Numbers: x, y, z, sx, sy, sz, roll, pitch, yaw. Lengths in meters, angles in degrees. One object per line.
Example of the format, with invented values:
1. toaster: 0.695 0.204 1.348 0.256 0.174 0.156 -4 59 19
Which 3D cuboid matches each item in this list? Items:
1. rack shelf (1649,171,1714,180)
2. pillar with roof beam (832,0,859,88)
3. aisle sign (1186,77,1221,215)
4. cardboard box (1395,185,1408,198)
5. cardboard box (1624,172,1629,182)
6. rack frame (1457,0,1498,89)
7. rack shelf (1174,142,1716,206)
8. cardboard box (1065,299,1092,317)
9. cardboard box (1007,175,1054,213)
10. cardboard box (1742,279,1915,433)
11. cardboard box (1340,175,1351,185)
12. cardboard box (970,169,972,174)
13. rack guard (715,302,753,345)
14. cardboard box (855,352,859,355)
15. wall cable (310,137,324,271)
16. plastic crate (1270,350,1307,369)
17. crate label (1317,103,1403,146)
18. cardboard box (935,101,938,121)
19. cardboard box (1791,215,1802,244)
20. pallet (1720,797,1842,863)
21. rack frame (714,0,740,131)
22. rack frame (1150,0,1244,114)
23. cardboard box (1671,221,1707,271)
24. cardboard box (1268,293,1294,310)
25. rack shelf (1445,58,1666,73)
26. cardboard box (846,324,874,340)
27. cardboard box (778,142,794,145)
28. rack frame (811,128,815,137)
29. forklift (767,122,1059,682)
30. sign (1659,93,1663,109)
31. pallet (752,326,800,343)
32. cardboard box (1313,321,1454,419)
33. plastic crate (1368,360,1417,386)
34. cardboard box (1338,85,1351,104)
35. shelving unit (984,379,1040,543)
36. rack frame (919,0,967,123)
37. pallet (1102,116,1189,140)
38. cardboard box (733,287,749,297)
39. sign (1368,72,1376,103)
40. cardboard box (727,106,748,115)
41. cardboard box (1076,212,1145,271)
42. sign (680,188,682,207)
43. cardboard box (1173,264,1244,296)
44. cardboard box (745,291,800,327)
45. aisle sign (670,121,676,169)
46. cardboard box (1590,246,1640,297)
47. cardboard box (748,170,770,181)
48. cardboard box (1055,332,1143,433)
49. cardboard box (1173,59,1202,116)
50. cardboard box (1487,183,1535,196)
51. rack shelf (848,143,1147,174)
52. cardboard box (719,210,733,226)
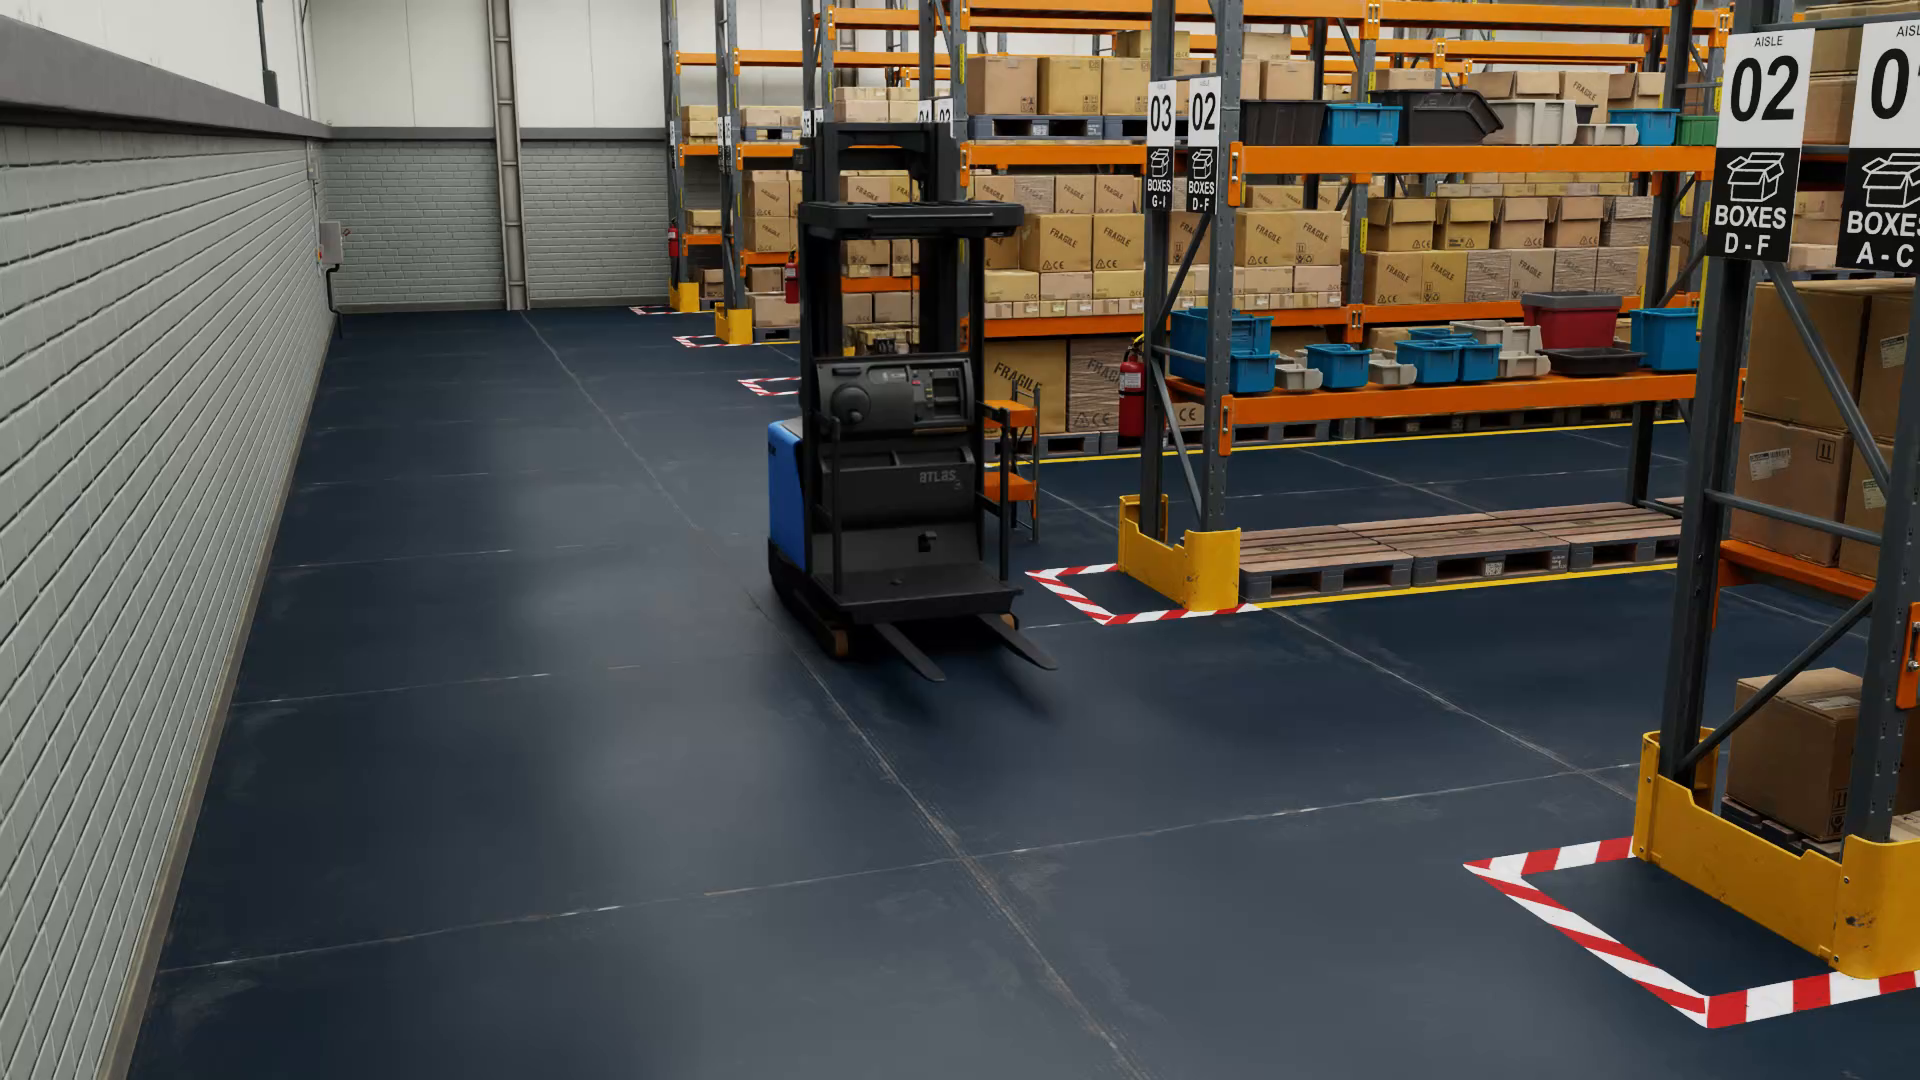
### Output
1. rack shelf: 9.322 -4.090 17.929 4.000 0.370 1.077 -4 14 -18
2. pillar with roof beam: -0.687 -7.921 25.995 0.400 9.000 9.100 -4 14 -18
3. aisle sign: 1.450 -2.351 9.926 0.004 0.787 0.394 -4 14 -18
4. cardboard box: 7.222 -5.578 27.346 0.500 0.500 0.500 -4 14 -18
5. cardboard box: 11.433 -6.191 28.670 0.500 0.500 0.700 -5 14 -19
6. rack frame: 10.261 -9.604 33.073 0.127 3.000 1.000 -4 14 -18
7. rack shelf: 3.319 -2.413 10.879 4.000 0.370 1.077 -4 14 -18
8. cardboard box: 1.018 -2.132 15.167 0.250 0.149 0.380 -5 14 -19
9. cardboard box: 0.812 -4.145 20.068 0.500 0.500 0.500 -4 14 -17
10. cardboard box: 3.334 -0.698 6.219 0.500 0.500 0.500 -5 14 -19
11. cardboard box: 6.501 -5.955 27.529 0.250 0.149 0.380 -4 14 -15
12. cardboard box: -0.001 -5.474 24.895 0.250 0.149 0.380 -4 14 -17
13. rack guard: -3.340 -3.198 24.509 0.348 0.500 1.175 -4 14 -18
14. cardboard box: -1.210 -2.240 20.331 0.250 0.149 0.380 -4 14 -17
15. wall cable: -9.117 -4.799 23.643 0.122 1.984 0.588 -4 14 -18
16. plastic crate: 2.139 -1.157 10.966 0.243 0.136 0.396 -4 14 -18
17. crate label: 2.401 -2.541 10.181 0.502 0.251 0.408 -4 14 -18
18. cardboard box: -0.166 -5.016 19.512 0.500 0.250 0.500 -4 14 -17
19. cardboard box: 11.611 -4.447 24.033 0.500 0.550 0.875 -4 14 -18
20. pallet: 3.827 1.222 6.549 1.213 0.211 1.003 -4 14 -18
21. rack frame: -3.317 -7.335 23.533 0.127 3.000 1.000 -4 14 -18
22. rack frame: 1.424 -4.075 9.829 0.127 3.000 1.000 -4 14 -18
23. cardboard box: 7.925 -3.135 17.716 0.500 0.500 0.500 -6 15 -25
24. cardboard box: 2.963 -2.283 15.804 0.250 0.149 0.380 -5 14 -19
25. rack shelf: 9.952 -8.017 27.961 4.000 0.370 1.077 -4 14 -18
26. cardboard box: -1.221 -2.540 20.305 0.250 0.149 0.380 -4 14 -17
27. cardboard box: -3.043 -6.906 28.755 0.250 0.149 0.380 -4 14 -18
28. rack frame: -1.642 -3.338 19.694 0.127 3.000 1.000 -4 14 -18
29. forklift: -0.301 -0.866 9.448 1.130 2.935 3.031 -4 14 -18
30. sign: 5.041 -3.036 11.924 0.005 0.325 0.100 -4 14 -18
31. pallet: -2.584 -3.136 24.870 1.213 0.211 1.003 -4 14 -18
32. cardboard box: 4.235 -1.760 16.745 0.875 0.875 1.225 -4 14 -18
33. plastic crate: 2.736 -1.059 10.553 0.298 0.136 0.250 -4 14 -18
34. cardboard box: 4.980 -5.801 21.698 0.258 0.266 0.396 -4 14 -18
35. shelving unit: -0.006 -0.547 12.011 1.048 1.125 0.538 -4 14 -18
36. rack frame: -0.156 -5.161 14.395 0.127 3.000 1.000 -4 14 -18
37. pallet: 1.702 -3.807 15.375 1.213 0.211 1.003 -4 14 -18
38. cardboard box: -3.878 -4.369 29.282 0.250 0.149 0.380 -5 14 -20
39. sign: 3.813 -4.166 15.403 0.005 0.325 0.100 -4 14 -18
40. cardboard box: -3.915 -7.290 28.427 0.500 0.250 0.500 -5 14 -18
41. cardboard box: 1.348 -2.732 15.207 0.500 0.500 0.500 -5 14 -20
42. sign: -4.730 -5.807 28.202 0.005 0.325 0.100 -4 14 -18
43. cardboard box: 2.327 -2.443 15.613 0.500 0.250 0.500 -4 14 -17
44. cardboard box: -2.723 -3.445 24.772 0.875 0.438 0.875 -5 14 -20
45. aisle sign: -4.874 -6.700 28.210 0.004 0.787 0.394 -4 14 -18
46. cardboard box: 6.563 -2.756 17.029 0.500 0.500 0.500 -5 14 -19
47. cardboard box: -2.892 -5.232 23.880 0.250 0.149 0.380 -4 14 -17
48. cardboard box: 1.287 -1.545 15.842 0.875 0.875 0.875 -4 14 -18
49. cardboard box: 1.861 -4.182 15.420 0.500 0.500 0.700 -4 14 -16
50. cardboard box: 7.333 -4.571 22.499 0.500 0.500 0.700 -5 14 -19
51. rack shelf: 0.253 -4.595 20.051 4.000 0.370 1.077 -4 14 -18
52. cardboard box: -3.910 -5.588 28.835 0.500 0.250 0.500 -4 14 -17
